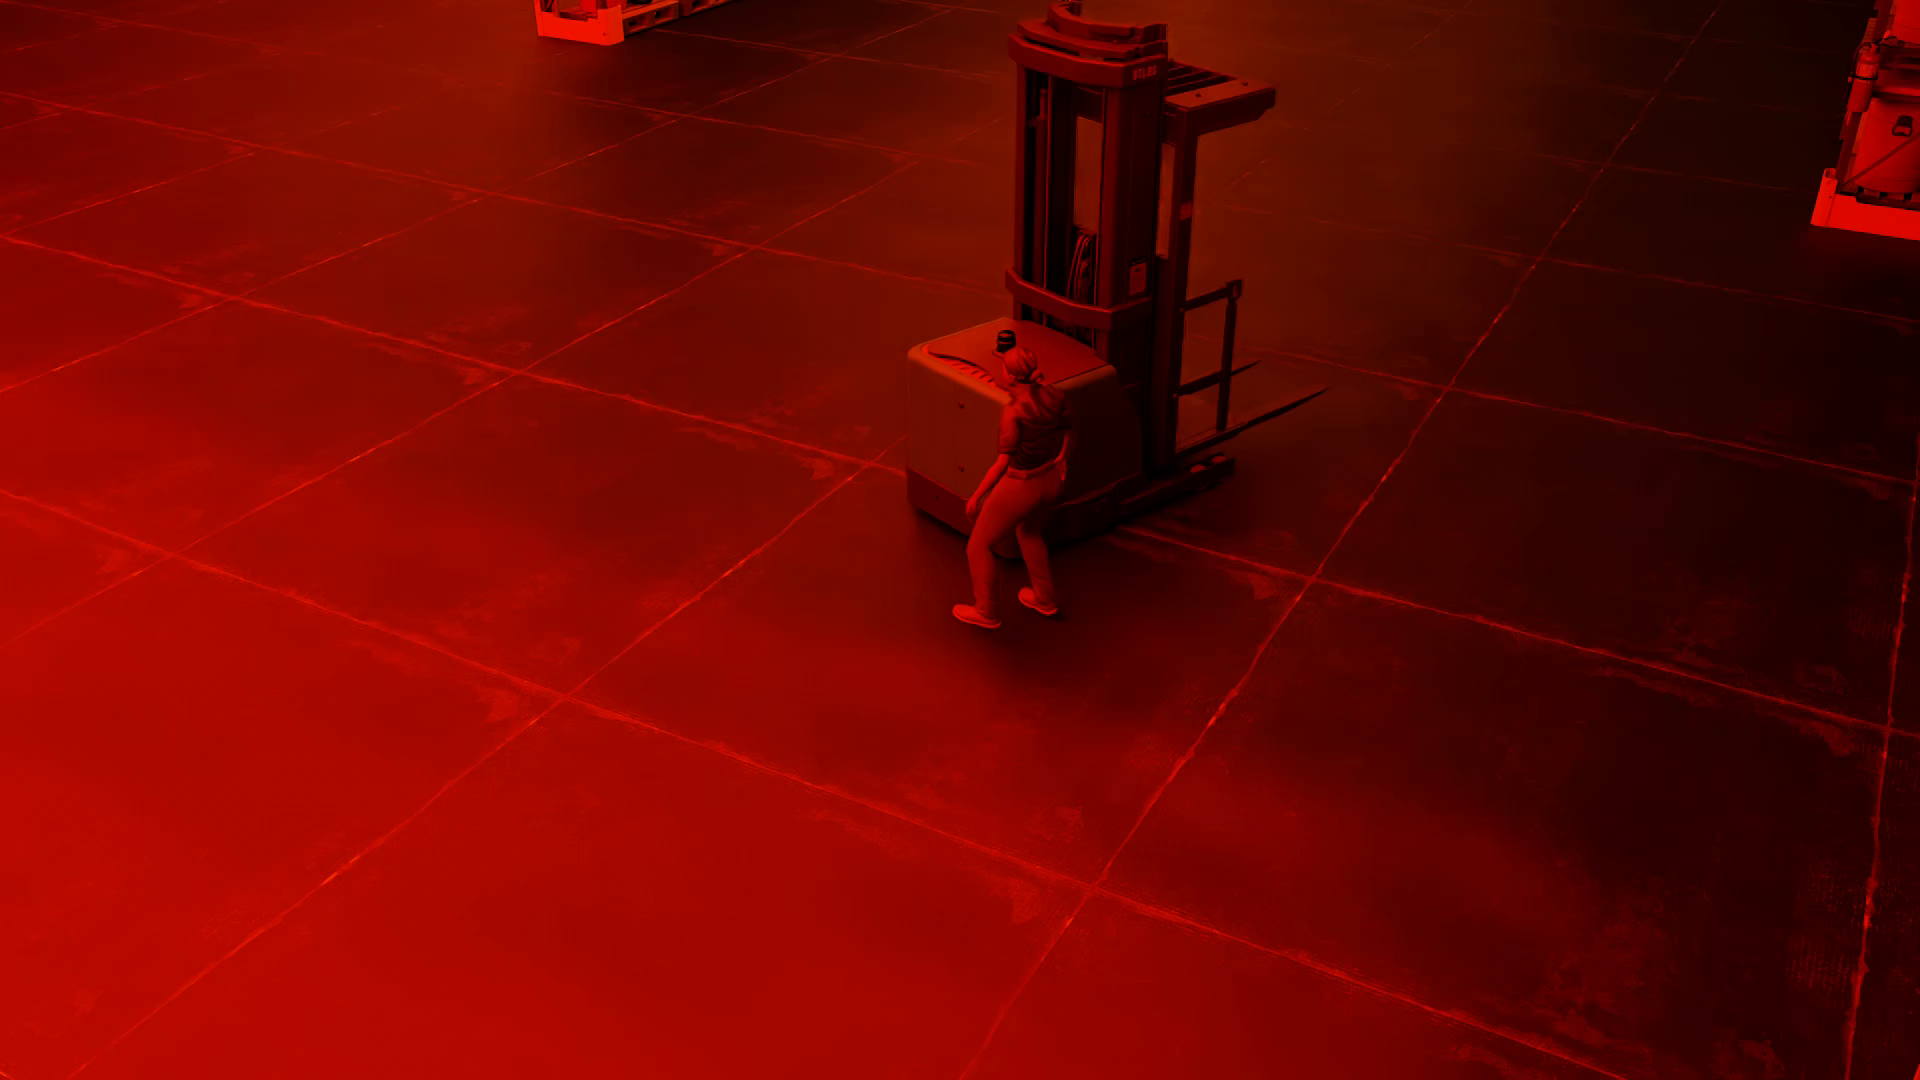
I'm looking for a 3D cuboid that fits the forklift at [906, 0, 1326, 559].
[{"bbox_3d":[1.128,-1.761,10.122,3.031,2.935,1.130,-23,37,-34],"label":"forklift"}]

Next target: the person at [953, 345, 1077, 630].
[{"bbox_3d":[0.309,-0.307,8.921,0.748,1.608,0.435,-26,39,-37],"label":"person"}]
